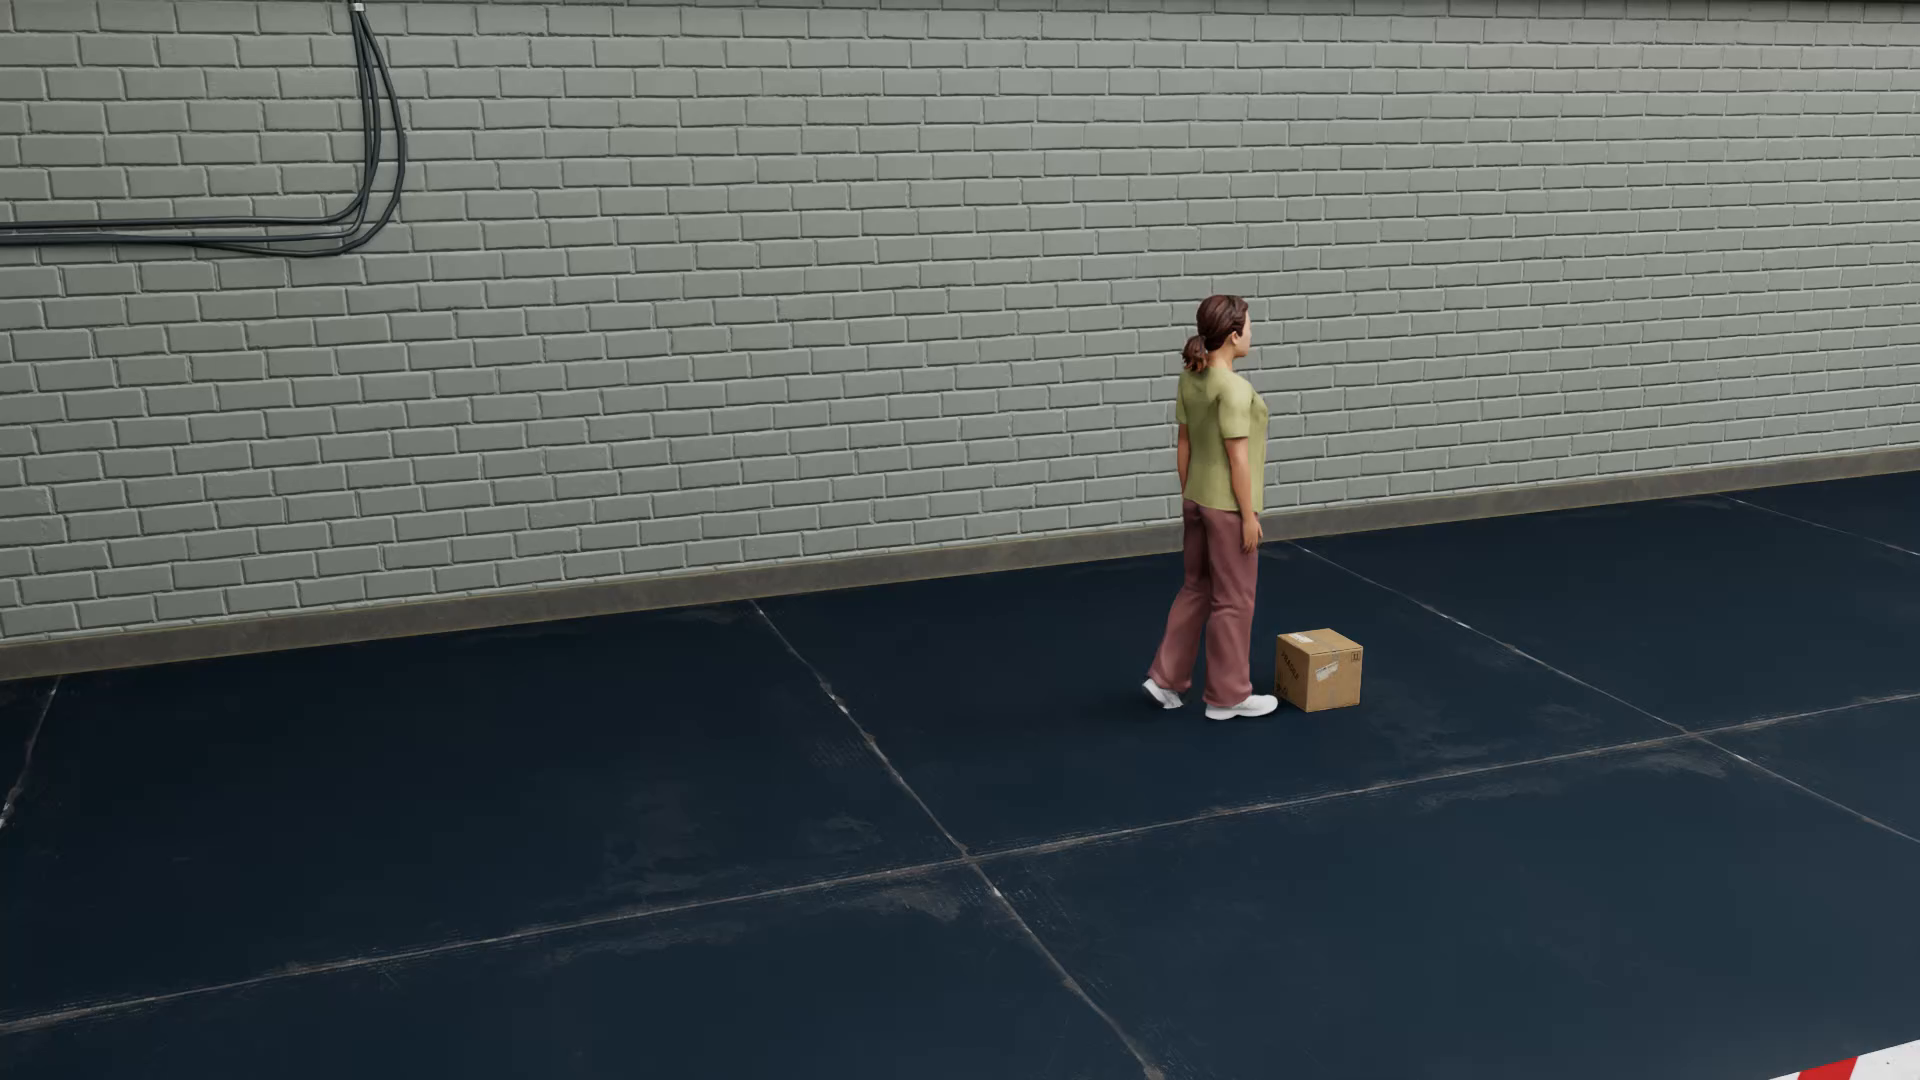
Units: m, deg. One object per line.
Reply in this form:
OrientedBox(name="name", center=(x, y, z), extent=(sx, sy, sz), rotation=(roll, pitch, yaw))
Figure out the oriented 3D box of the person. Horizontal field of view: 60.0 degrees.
OrientedBox(name="person", center=(1.015, -0.078, 6.433), extent=(0.498, 1.739, 0.451), rotation=(-6, 17, -20))
